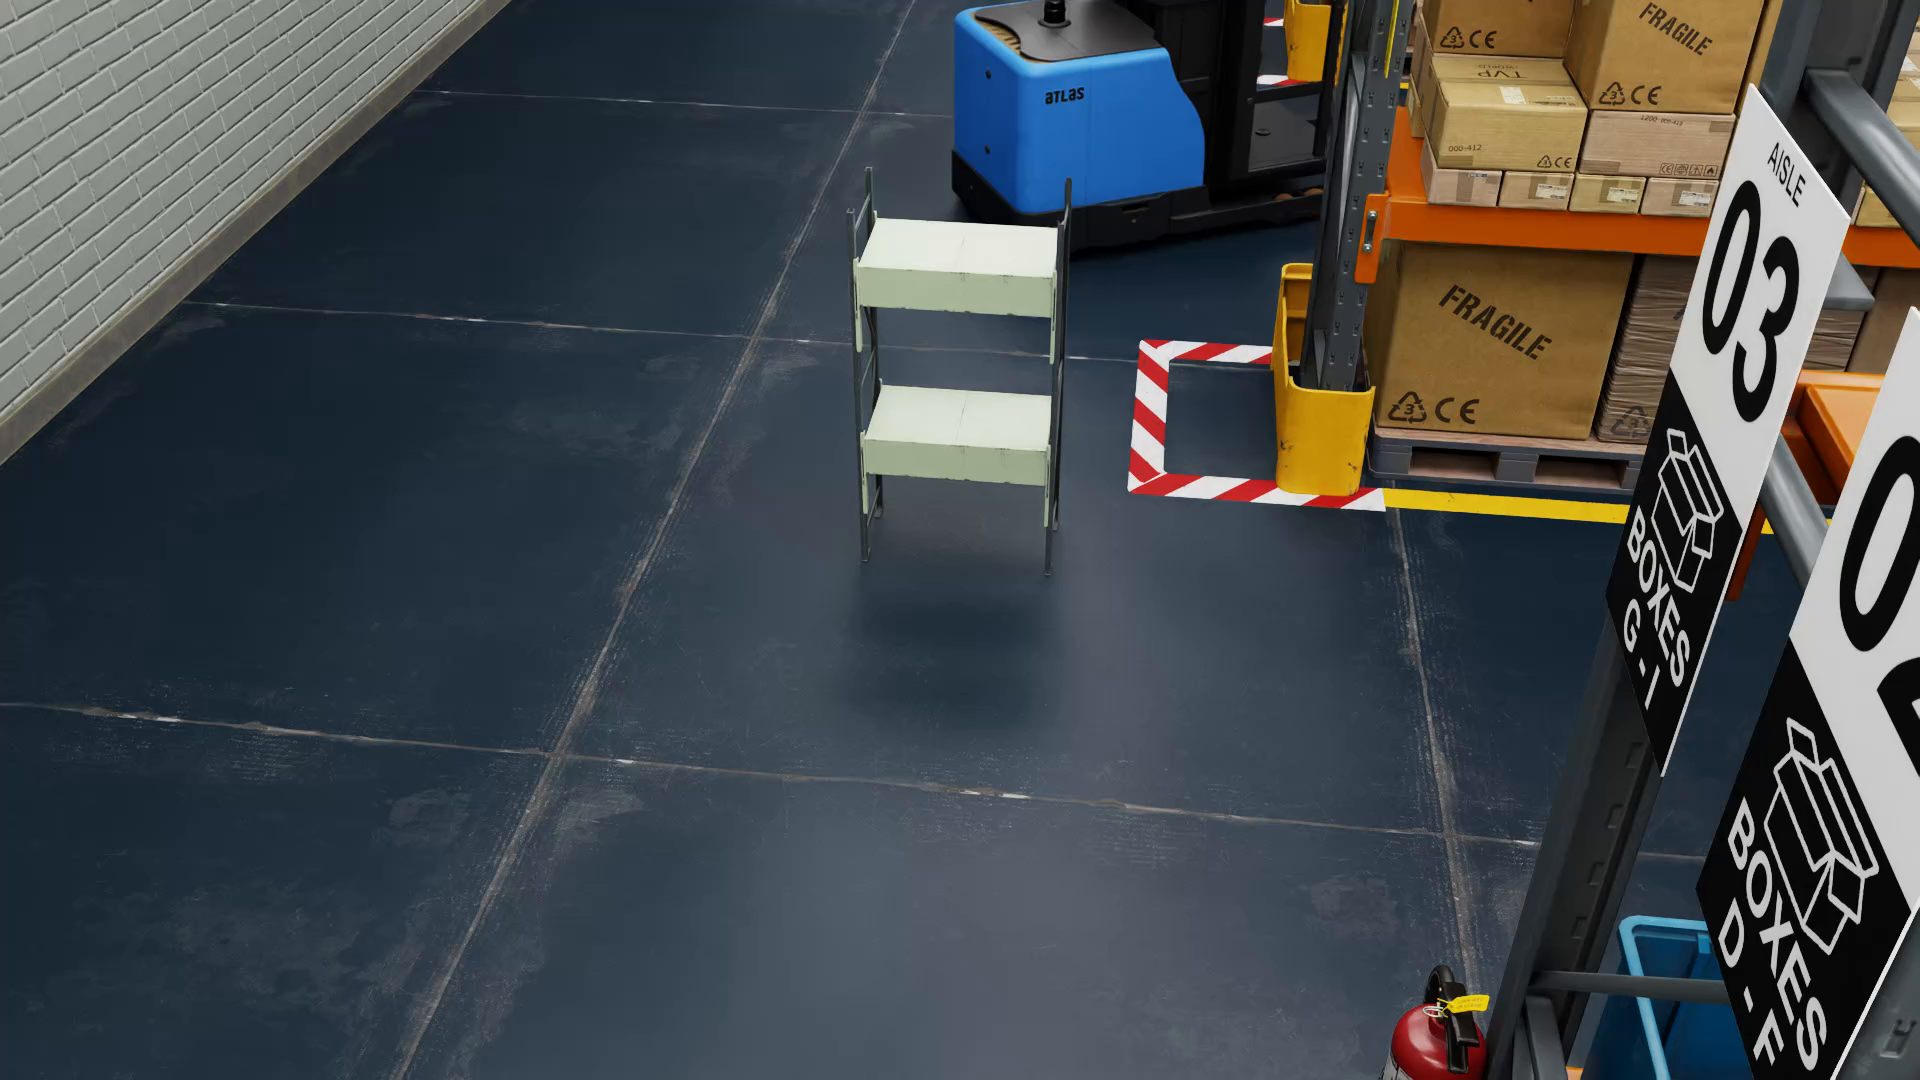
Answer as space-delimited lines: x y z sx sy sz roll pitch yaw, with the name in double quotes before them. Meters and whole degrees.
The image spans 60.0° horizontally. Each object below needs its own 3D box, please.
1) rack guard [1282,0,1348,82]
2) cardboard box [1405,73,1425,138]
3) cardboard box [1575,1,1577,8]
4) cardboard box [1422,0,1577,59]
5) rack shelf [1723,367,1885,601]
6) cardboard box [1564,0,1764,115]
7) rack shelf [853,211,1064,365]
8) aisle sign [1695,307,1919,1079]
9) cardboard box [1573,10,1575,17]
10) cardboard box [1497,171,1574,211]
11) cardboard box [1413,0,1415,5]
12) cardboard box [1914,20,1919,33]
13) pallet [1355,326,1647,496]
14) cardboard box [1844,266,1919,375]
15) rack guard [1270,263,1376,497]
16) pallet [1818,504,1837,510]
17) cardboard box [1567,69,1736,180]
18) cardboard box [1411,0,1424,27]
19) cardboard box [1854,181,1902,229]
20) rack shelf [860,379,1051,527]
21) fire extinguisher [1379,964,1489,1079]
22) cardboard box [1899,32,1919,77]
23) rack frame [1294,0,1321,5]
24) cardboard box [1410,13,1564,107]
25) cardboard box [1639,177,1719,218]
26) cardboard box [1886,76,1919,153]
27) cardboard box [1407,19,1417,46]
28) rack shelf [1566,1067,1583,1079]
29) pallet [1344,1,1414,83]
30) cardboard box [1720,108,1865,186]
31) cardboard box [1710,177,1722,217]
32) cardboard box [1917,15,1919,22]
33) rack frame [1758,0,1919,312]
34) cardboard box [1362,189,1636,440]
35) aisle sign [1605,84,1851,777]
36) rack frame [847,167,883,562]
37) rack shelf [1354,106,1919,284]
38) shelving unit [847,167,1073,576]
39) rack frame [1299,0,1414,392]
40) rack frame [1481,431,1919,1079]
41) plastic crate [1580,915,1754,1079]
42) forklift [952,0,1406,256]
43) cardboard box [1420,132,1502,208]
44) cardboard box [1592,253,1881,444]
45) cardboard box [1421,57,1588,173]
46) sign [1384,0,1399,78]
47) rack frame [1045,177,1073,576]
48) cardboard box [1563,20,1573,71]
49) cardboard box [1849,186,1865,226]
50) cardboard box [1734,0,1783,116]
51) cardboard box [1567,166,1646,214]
"rack guard" 2.415 -3.573 11.326 0.348 0.500 1.175 4 36 6
"cardboard box" 2.003 -1.807 6.916 0.250 0.149 0.380 5 36 7
"cardboard box" 3.869 -3.574 10.757 0.250 0.149 0.380 6 36 8
"cardboard box" 2.125 -2.227 6.515 0.500 0.500 0.500 5 36 7
"rack shelf" 2.961 0.328 1.746 4.000 0.370 1.077 4 36 6
"cardboard box" 2.546 -1.883 6.034 0.500 0.500 0.500 3 36 5
"rack shelf" 0.007 -0.928 6.087 0.720 0.370 0.431 4 36 6
"aisle sign" 0.868 0.216 1.628 0.004 0.787 0.394 4 36 6
"cardboard box" 3.861 -3.475 10.873 0.250 0.149 0.380 3 36 4
"cardboard box" 2.173 -1.409 6.359 0.250 0.149 0.380 4 36 5
"cardboard box" 2.816 -3.615 10.813 0.250 0.149 0.380 3 36 4
"cardboard box" 5.955 -3.272 10.589 0.250 0.149 0.380 5 36 7
"pallet" 2.411 -0.597 7.405 1.213 0.211 1.003 4 36 6
"cardboard box" 4.038 -0.918 6.921 0.875 0.875 0.875 4 36 6
"rack guard" 1.584 -0.730 7.343 0.348 0.500 1.175 4 36 6
"pallet" 3.618 -0.505 7.276 1.213 0.211 1.003 4 36 6
"cardboard box" 2.566 -1.580 6.255 0.500 0.250 0.500 4 36 5
"cardboard box" 3.091 -3.489 10.892 0.250 0.149 0.380 4 36 6
"cardboard box" 3.444 -1.314 6.226 0.250 0.149 0.380 3 36 5
"rack shelf" 0.007 -0.345 6.503 0.720 0.370 0.431 4 36 6
"fire extinguisher" 0.885 1.018 3.129 0.183 0.674 0.296 4 36 6
"cardboard box" 3.648 -1.812 6.579 0.500 0.250 0.500 4 36 6
"rack frame" 2.340 -4.596 10.608 0.127 3.000 1.000 4 36 6
"cardboard box" 2.123 -1.923 6.735 0.500 0.250 0.500 4 36 5
"cardboard box" 2.686 -1.372 6.306 0.250 0.149 0.380 4 36 5
"cardboard box" 3.582 -1.505 6.150 0.500 0.250 0.500 4 36 5
"cardboard box" 3.089 -3.412 11.041 0.250 0.149 0.380 4 36 6
"rack shelf" 2.961 1.549 2.617 4.000 0.370 1.077 4 36 6
"pallet" 3.217 -3.375 11.298 1.213 0.211 1.003 4 36 6
"cardboard box" 3.064 -1.541 6.200 0.500 0.250 0.500 3 36 4
"cardboard box" 2.938 -1.352 6.279 0.250 0.149 0.380 4 36 5
"cardboard box" 5.921 -3.429 10.554 0.250 0.149 0.380 5 36 7
"rack frame" 0.977 -1.334 0.873 0.127 3.000 1.000 4 36 6
"cardboard box" 2.253 -1.051 7.108 0.875 0.875 0.875 4 36 6
"aisle sign" 0.943 -0.124 2.104 0.004 0.787 0.394 4 36 6
"rack frame" -0.356 -0.637 6.352 0.023 1.500 0.400 4 36 6
"rack shelf" 3.592 -1.305 6.616 4.000 0.370 1.077 4 36 6
"shelving unit" 0.007 -0.610 6.314 0.755 1.500 0.431 4 36 6
"rack frame" 1.608 -1.746 6.614 0.127 3.000 1.000 4 36 6
"rack frame" 0.977 1.108 2.616 0.127 3.000 1.000 4 36 6
"plastic crate" 1.333 0.986 2.704 0.499 0.435 0.616 4 36 6
"forklift" 1.524 -3.204 8.716 3.031 2.935 1.130 -13 38 -18
"cardboard box" 1.918 -1.427 6.384 0.250 0.149 0.380 5 36 6
"cardboard box" 3.156 -0.984 7.013 0.875 0.875 0.875 4 36 6
"cardboard box" 2.050 -1.615 6.304 0.500 0.250 0.500 3 36 5
"sign" 1.531 -1.811 5.892 0.005 0.325 0.100 4 36 6
"rack frame" 0.370 -0.583 6.276 0.023 1.500 0.400 4 36 6
"cardboard box" 2.626 -1.885 6.682 0.500 0.250 0.500 4 36 5
"cardboard box" 3.194 -1.334 6.253 0.250 0.149 0.380 4 36 5
"cardboard box" 3.060 -1.848 5.985 0.500 0.500 0.500 3 36 5
"cardboard box" 2.427 -1.390 6.332 0.250 0.149 0.380 3 36 5
